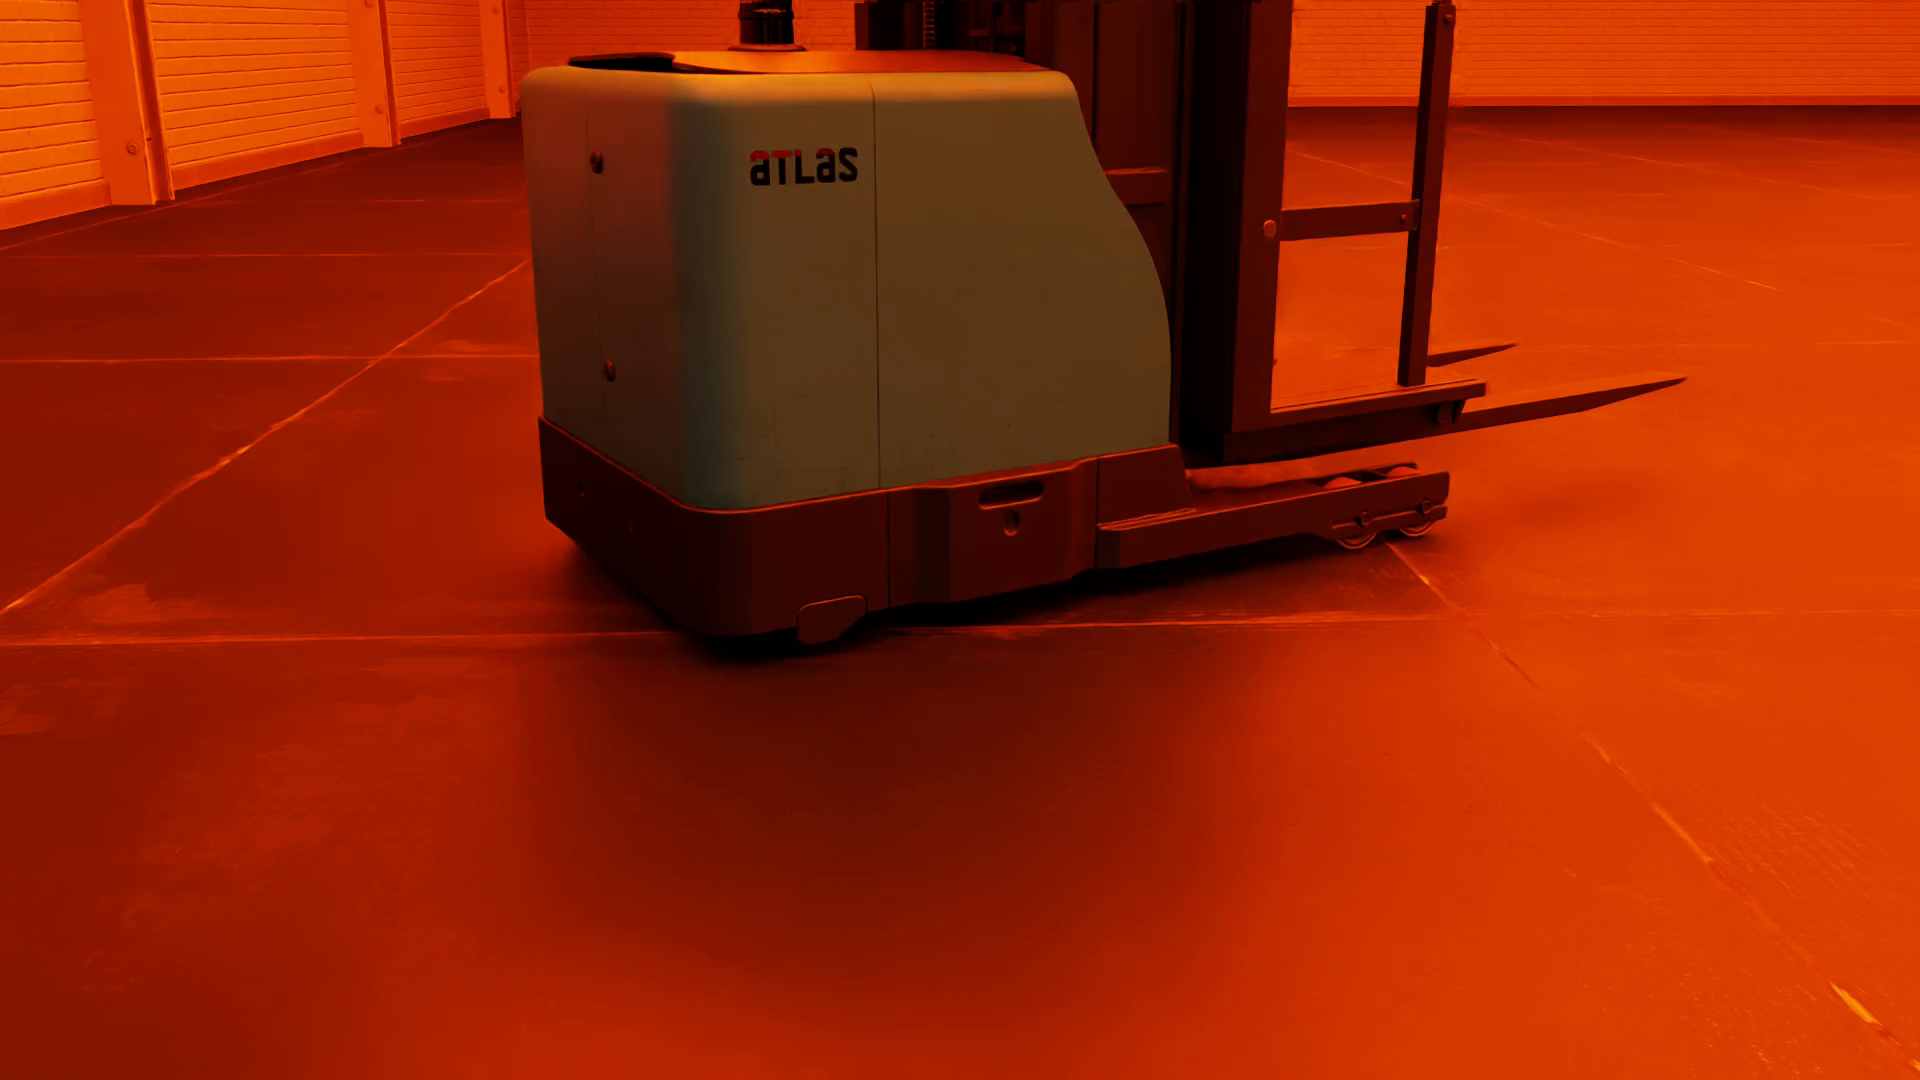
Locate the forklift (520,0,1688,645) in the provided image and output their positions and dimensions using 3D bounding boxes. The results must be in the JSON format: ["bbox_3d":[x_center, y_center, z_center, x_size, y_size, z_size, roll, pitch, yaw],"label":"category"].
[{"bbox_3d":[0.567,-1.501,3.814,3.031,2.935,1.130,-10,20,-29],"label":"forklift"}]
